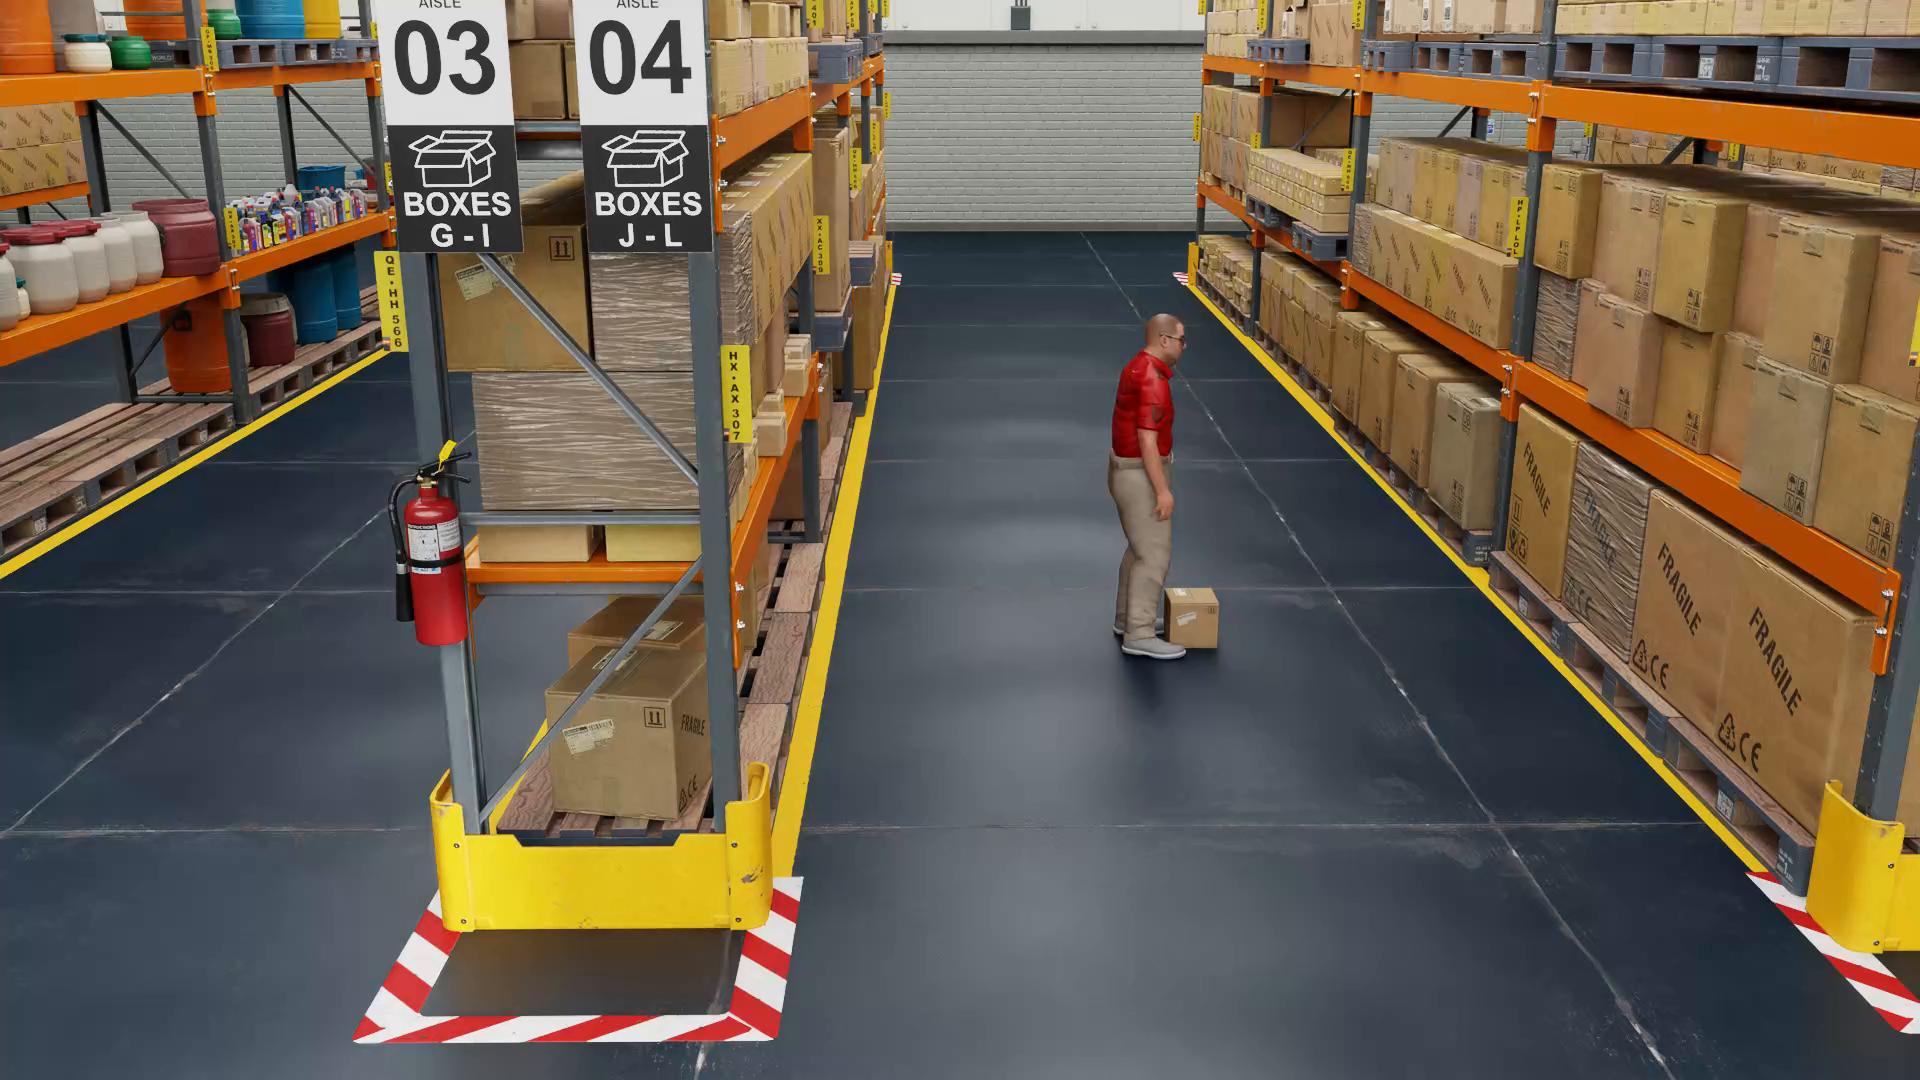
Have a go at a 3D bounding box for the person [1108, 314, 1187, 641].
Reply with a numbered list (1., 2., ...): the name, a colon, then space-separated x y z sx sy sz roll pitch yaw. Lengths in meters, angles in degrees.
1. person: 0.955 -0.329 8.525 0.373 1.657 0.596 -1 17 -2
